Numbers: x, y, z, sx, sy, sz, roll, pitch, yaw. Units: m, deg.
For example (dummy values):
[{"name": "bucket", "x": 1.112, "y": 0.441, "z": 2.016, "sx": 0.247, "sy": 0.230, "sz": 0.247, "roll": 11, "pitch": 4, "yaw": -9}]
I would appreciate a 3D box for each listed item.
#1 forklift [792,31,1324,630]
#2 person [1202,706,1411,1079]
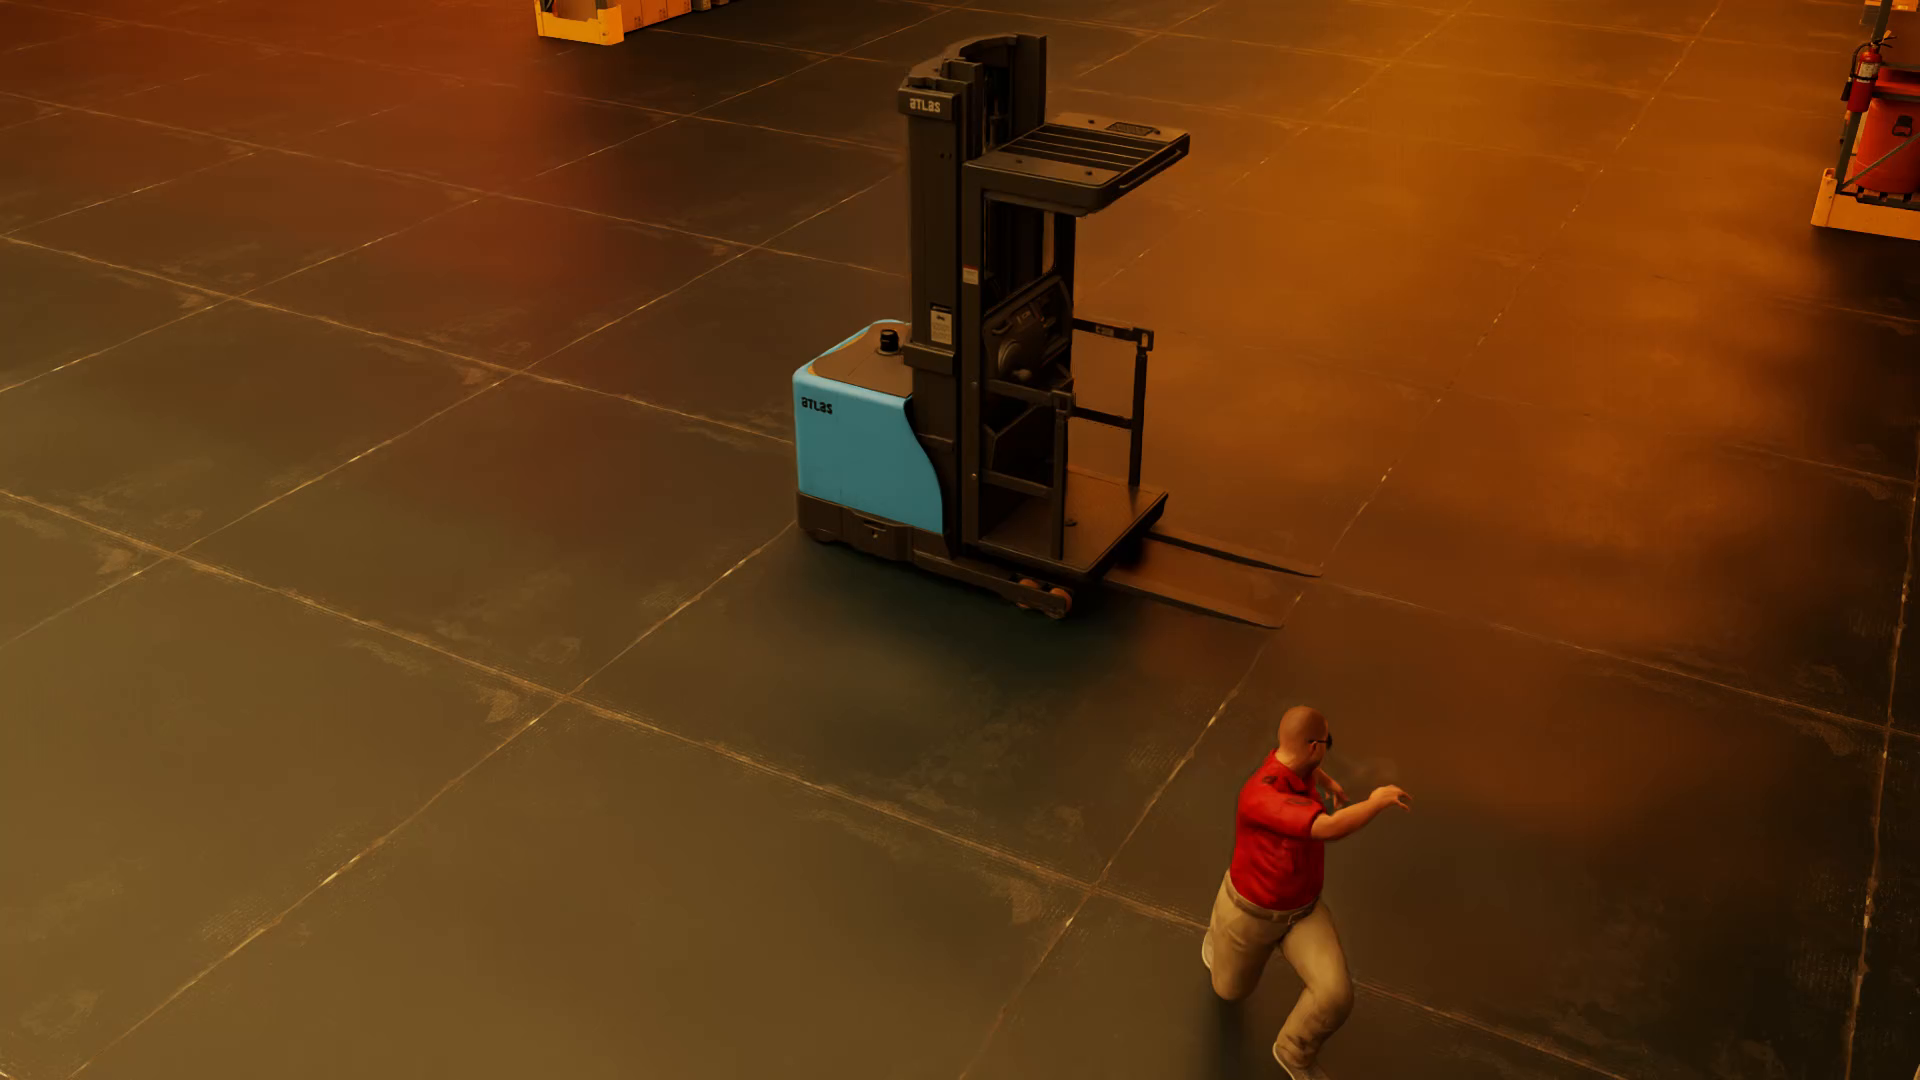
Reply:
[{"name": "forklift", "x": 0.550, "y": -1.136, "z": 9.039, "sx": 3.031, "sy": 2.935, "sz": 1.130, "roll": 16, "pitch": 34, "yaw": 26}, {"name": "person", "x": 1.355, "y": 1.280, "z": 6.378, "sx": 0.825, "sy": 1.477, "sz": 0.984, "roll": -14, "pitch": 33, "yaw": -22}]
